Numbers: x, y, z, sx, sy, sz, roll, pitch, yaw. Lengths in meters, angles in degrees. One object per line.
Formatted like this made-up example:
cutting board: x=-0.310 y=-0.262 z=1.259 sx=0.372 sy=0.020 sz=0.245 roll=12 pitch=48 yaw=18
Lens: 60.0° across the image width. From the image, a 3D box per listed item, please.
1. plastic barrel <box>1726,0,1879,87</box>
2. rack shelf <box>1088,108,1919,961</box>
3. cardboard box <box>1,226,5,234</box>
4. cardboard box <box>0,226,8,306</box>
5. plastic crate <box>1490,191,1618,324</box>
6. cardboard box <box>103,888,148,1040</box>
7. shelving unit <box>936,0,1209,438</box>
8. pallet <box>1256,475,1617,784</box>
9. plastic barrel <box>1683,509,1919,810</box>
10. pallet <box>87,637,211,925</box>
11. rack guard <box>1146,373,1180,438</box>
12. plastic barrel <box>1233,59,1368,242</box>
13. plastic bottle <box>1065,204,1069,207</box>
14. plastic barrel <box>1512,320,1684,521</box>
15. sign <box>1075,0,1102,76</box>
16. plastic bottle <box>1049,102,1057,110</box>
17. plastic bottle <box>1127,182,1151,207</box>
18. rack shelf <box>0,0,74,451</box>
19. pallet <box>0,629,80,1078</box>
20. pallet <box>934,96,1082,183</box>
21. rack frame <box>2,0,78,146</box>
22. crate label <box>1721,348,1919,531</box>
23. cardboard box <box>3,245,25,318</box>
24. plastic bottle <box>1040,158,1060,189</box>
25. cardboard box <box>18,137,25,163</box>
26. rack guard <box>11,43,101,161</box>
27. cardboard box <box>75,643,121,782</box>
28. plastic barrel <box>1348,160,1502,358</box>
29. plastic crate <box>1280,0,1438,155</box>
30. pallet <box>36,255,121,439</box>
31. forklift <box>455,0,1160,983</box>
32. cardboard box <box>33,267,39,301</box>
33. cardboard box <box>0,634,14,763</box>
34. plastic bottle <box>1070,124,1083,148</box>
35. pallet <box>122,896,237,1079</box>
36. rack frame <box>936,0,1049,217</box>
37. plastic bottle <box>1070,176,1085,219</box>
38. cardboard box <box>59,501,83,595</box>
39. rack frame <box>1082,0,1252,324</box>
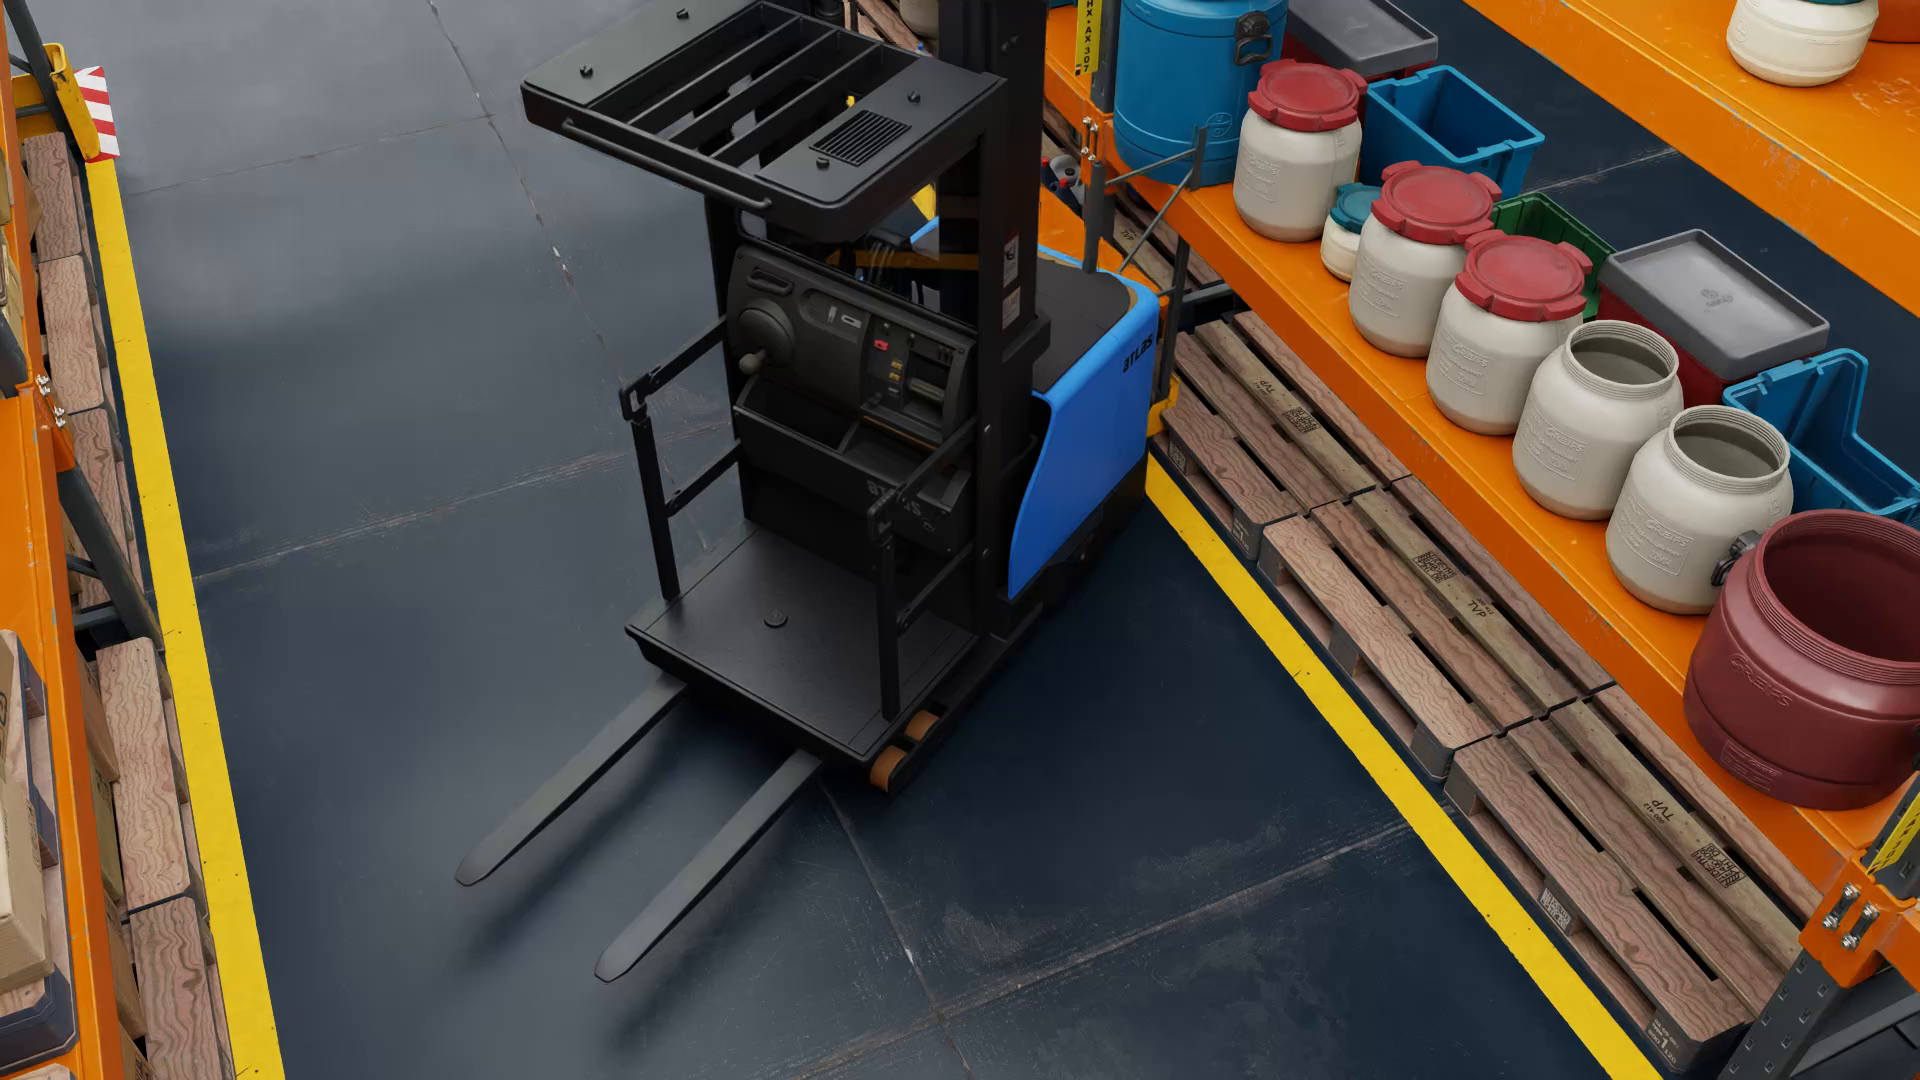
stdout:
plastic barrel: x=1.932 y=-1.207 z=3.800 sx=0.301 sy=0.262 sz=0.301 roll=0 pitch=45 yaw=0
rack shelf: x=1.837 y=-0.465 z=5.598 sx=1.077 sy=0.370 sz=4.000 roll=-18 pitch=47 yaw=-17
cardboard box: x=-3.652 y=-1.141 z=5.949 sx=0.380 sy=0.149 sz=0.250 roll=-18 pitch=47 yaw=-17
cardboard box: x=-3.631 y=-0.980 z=5.324 sx=0.875 sy=0.500 sz=0.500 roll=-18 pitch=47 yaw=-17
plastic crate: x=1.985 y=-0.894 z=5.671 sx=0.450 sy=0.188 sz=0.662 roll=-18 pitch=47 yaw=-17
cardboard box: x=-2.840 y=1.263 z=4.800 sx=0.700 sy=0.500 sz=0.500 roll=-22 pitch=49 yaw=-21
shelving unit: x=0.399 y=-1.221 z=6.771 sx=0.587 sy=1.500 sz=1.083 roll=-25 pitch=53 yaw=-22
pallet: x=1.879 y=0.264 z=6.332 sx=1.003 sy=0.211 sz=1.213 roll=-18 pitch=47 yaw=-17
plastic barrel: x=2.208 y=0.298 z=4.215 sx=0.600 sy=0.536 sz=0.708 roll=-18 pitch=47 yaw=-17
pallet: x=-3.169 y=0.955 z=5.632 sx=1.003 sy=0.211 sz=1.213 roll=-18 pitch=47 yaw=-17
rack guard: x=0.657 y=-0.487 z=6.954 sx=0.587 sy=0.250 sz=0.087 roll=-25 pitch=53 yaw=-22
plastic barrel: x=1.200 y=-1.370 z=5.906 sx=0.433 sy=0.535 sz=0.433 roll=0 pitch=45 yaw=0
plastic bottle: x=0.495 y=-1.395 z=7.649 sx=0.061 sy=0.283 sz=0.133 roll=-16 pitch=47 yaw=-15
plastic barrel: x=1.875 y=-0.348 z=4.887 sx=0.421 sy=0.512 sz=0.421 roll=0 pitch=45 yaw=0
sign: x=0.493 y=-1.939 z=6.383 sx=0.100 sy=0.325 sz=0.005 roll=-18 pitch=47 yaw=-17
plastic bottle: x=0.519 y=-2.359 z=8.684 sx=0.097 sy=0.201 sz=0.097 roll=0 pitch=45 yaw=0
plastic bottle: x=0.903 y=-1.804 z=8.015 sx=0.144 sy=0.351 sz=0.185 roll=-18 pitch=47 yaw=-17
rack shelf: x=-4.338 y=-1.552 z=6.699 sx=1.077 sy=0.370 sz=4.000 roll=-18 pitch=47 yaw=-17
pallet: x=-2.685 y=0.835 z=3.905 sx=1.003 sy=0.211 sz=1.213 roll=-18 pitch=47 yaw=-17
pallet: x=0.235 y=-2.222 z=8.852 sx=1.003 sy=0.211 sz=1.213 roll=-18 pitch=47 yaw=-17
rack frame: x=-5.179 y=-3.082 z=7.738 sx=1.000 sy=3.000 sz=0.127 roll=-18 pitch=47 yaw=-17
crate label: x=2.506 y=-0.173 z=4.764 sx=0.502 sy=0.435 sz=0.616 roll=-18 pitch=47 yaw=-17
cardboard box: x=-3.408 y=-0.833 z=5.637 sx=0.380 sy=0.149 sz=0.250 roll=-18 pitch=47 yaw=-17
plastic bottle: x=0.383 y=-1.657 z=7.867 sx=0.144 sy=0.351 sz=0.185 roll=-20 pitch=48 yaw=-19
cardboard box: x=-4.932 y=-1.939 z=8.060 sx=0.500 sy=0.500 sz=0.500 roll=-10 pitch=45 yaw=-10
rack guard: x=-5.147 y=-2.144 z=8.567 sx=1.175 sy=0.500 sz=0.348 roll=-18 pitch=47 yaw=-17
cardboard box: x=-3.259 y=0.597 z=5.475 sx=0.700 sy=0.500 sz=0.500 roll=-22 pitch=49 yaw=-20
plastic barrel: x=1.508 y=-0.902 z=5.432 sx=0.433 sy=0.535 sz=0.433 roll=0 pitch=45 yaw=0
plastic crate: x=1.478 y=-1.801 z=6.394 sx=0.402 sy=0.464 sz=0.583 roll=-18 pitch=47 yaw=-17
pallet: x=-4.329 y=-0.737 z=7.346 sx=1.003 sy=0.211 sz=1.213 roll=-18 pitch=47 yaw=-17
forklift: x=-0.491 y=-0.543 z=5.214 sx=1.130 sy=2.935 sz=3.031 roll=26 pitch=50 yaw=24
cardboard box: x=-4.403 y=-1.164 z=7.275 sx=0.500 sy=0.500 sz=0.500 roll=-14 pitch=46 yaw=-14
cardboard box: x=-2.685 y=0.358 z=3.879 sx=0.797 sy=0.503 sz=0.637 roll=-14 pitch=46 yaw=-13
plastic bottle: x=0.652 y=-2.151 z=8.421 sx=0.152 sy=0.276 sz=0.135 roll=-18 pitch=47 yaw=-17
pallet: x=-2.652 y=1.734 z=4.843 sx=1.003 sy=0.211 sz=1.213 roll=-18 pitch=47 yaw=-17
rack frame: x=0.119 y=-1.546 z=7.061 sx=0.500 sy=1.500 sz=0.032 roll=-25 pitch=53 yaw=-22
plastic bottle: x=0.595 y=-1.578 z=7.786 sx=0.144 sy=0.351 sz=0.185 roll=-18 pitch=47 yaw=-17
cardboard box: x=-3.629 y=-0.060 z=6.156 sx=0.500 sy=0.500 sz=0.500 roll=-19 pitch=48 yaw=-19
rack frame: x=0.996 y=-1.996 z=6.637 sx=1.000 sy=3.000 sz=0.127 roll=-18 pitch=47 yaw=-17
